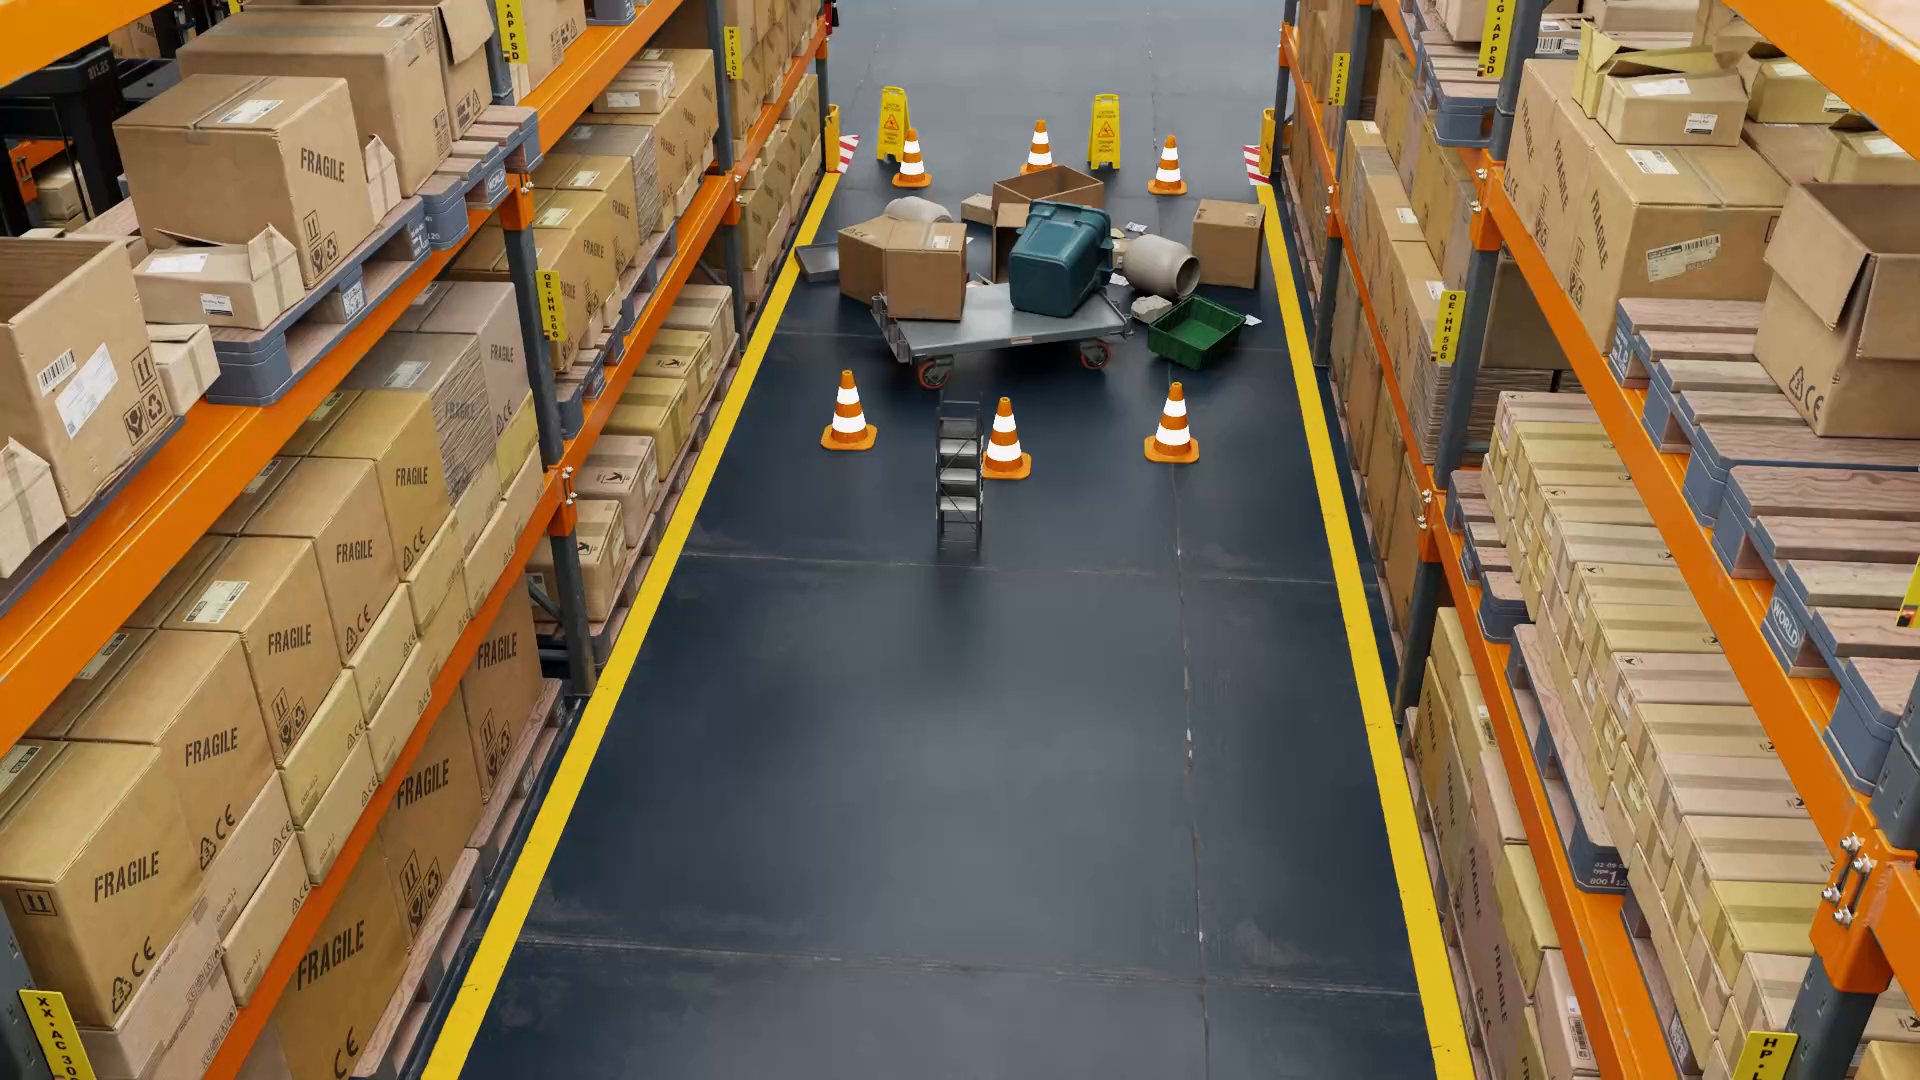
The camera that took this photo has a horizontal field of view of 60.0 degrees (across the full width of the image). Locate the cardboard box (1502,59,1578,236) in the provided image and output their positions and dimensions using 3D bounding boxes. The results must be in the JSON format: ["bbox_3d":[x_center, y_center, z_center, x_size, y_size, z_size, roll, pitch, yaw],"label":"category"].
[{"bbox_3d":[2.305,-1.418,6.018,0.500,0.500,0.500,2,32,4],"label":"cardboard box"}]

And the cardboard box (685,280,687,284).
[{"bbox_3d":[-2.219,-1.965,12.080,0.500,0.250,0.500,4,32,6],"label":"cardboard box"}]

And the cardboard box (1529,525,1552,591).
[{"bbox_3d":[2.319,0.074,6.107,0.380,0.149,0.250,3,32,4],"label":"cardboard box"}]

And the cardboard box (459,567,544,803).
[{"bbox_3d":[-2.464,0.539,7.421,0.875,0.875,0.875,2,32,4],"label":"cardboard box"}]

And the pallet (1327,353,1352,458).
[{"bbox_3d":[2.955,-0.883,10.763,1.003,0.211,1.213,2,32,4],"label":"pallet"}]

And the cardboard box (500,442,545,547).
[{"bbox_3d":[-2.108,-0.205,7.147,0.500,0.250,0.500,1,32,2],"label":"cardboard box"}]

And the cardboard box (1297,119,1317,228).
[{"bbox_3d":[3.209,-3.025,13.205,0.875,0.875,0.875,2,32,3],"label":"cardboard box"}]

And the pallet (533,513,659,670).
[{"bbox_3d":[-2.260,0.234,8.949,1.003,0.211,1.213,2,32,4],"label":"pallet"}]

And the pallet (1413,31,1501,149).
[{"bbox_3d":[2.616,-1.921,7.109,1.213,0.211,1.003,4,32,6],"label":"pallet"}]

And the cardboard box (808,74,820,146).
[{"bbox_3d":[-1.479,-3.625,14.059,0.500,0.500,0.500,3,32,4],"label":"cardboard box"}]

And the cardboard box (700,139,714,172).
[{"bbox_3d":[-1.766,-2.427,10.448,0.380,0.149,0.250,3,32,5],"label":"cardboard box"}]

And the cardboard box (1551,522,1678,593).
[{"bbox_3d":[2.300,0.071,5.827,0.380,0.149,0.250,4,32,6],"label":"cardboard box"}]

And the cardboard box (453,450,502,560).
[{"bbox_3d":[-2.149,-0.161,6.599,0.500,0.250,0.500,2,32,3],"label":"cardboard box"}]

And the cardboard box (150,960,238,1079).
[{"bbox_3d":[-2.352,1.392,4.555,0.500,0.250,0.500,2,32,3],"label":"cardboard box"}]

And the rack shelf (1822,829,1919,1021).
[{"bbox_3d":[2.128,1.781,1.608,1.077,0.370,4.000,2,32,4],"label":"rack shelf"}]

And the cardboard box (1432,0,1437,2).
[{"bbox_3d":[2.479,-2.847,7.842,0.500,0.500,0.500,2,32,4],"label":"cardboard box"}]

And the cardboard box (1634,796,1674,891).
[{"bbox_3d":[2.188,0.880,4.798,0.380,0.149,0.250,1,32,2],"label":"cardboard box"}]

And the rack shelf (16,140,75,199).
[{"bbox_3d":[-6.784,-3.585,13.175,1.077,0.370,4.000,2,32,4],"label":"rack shelf"}]

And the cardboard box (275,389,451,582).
[{"bbox_3d":[-2.187,-0.203,5.952,0.500,0.500,0.500,2,32,4],"label":"cardboard box"}]

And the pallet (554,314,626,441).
[{"bbox_3d":[-2.373,-0.840,8.217,1.213,0.211,1.003,2,32,4],"label":"pallet"}]

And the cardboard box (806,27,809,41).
[{"bbox_3d":[-1.443,-4.145,13.637,0.380,0.149,0.250,2,32,3],"label":"cardboard box"}]

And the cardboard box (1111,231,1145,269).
[{"bbox_3d":[1.247,-2.291,12.994,0.396,0.266,0.258,8,32,12],"label":"cardboard box"}]

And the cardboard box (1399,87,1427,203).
[{"bbox_3d":[2.826,-2.152,9.115,0.700,0.500,0.500,3,32,4],"label":"cardboard box"}]

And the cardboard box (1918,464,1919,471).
[{"bbox_3d":[2.572,-0.163,3.761,0.500,0.311,0.500,2,32,3],"label":"cardboard box"}]

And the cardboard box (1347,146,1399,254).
[{"bbox_3d":[2.591,-1.992,9.809,0.500,0.500,0.500,3,32,4],"label":"cardboard box"}]

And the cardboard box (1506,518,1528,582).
[{"bbox_3d":[2.336,0.049,6.430,0.380,0.149,0.250,4,32,6],"label":"cardboard box"}]

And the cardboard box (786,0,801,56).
[{"bbox_3d":[-1.533,-4.078,12.909,0.500,0.500,0.500,2,32,4],"label":"cardboard box"}]

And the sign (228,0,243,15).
[{"bbox_3d":[-2.866,-2.066,6.671,0.100,0.325,0.005,2,32,4],"label":"sign"}]

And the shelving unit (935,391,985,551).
[{"bbox_3d":[-0.001,-0.379,9.287,0.258,0.900,0.210,2,32,4],"label":"shelving unit"}]

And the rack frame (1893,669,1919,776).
[{"bbox_3d":[2.291,-0.848,2.329,1.000,3.000,0.127,2,32,4],"label":"rack frame"}]

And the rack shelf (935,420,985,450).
[{"bbox_3d":[-0.001,-0.580,9.163,0.258,0.077,0.200,2,32,4],"label":"rack shelf"}]

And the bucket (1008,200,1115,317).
[{"bbox_3d":[0.656,-1.900,11.426,0.726,0.611,0.620,14,44,21],"label":"bucket"}]

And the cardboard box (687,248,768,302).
[{"bbox_3d":[-1.682,-1.941,12.041,0.500,0.250,0.500,1,32,2],"label":"cardboard box"}]

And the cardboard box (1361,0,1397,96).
[{"bbox_3d":[3.007,-3.192,10.679,0.875,0.550,0.550,2,32,4],"label":"cardboard box"}]

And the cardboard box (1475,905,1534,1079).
[{"bbox_3d":[2.188,1.657,5.964,0.500,0.500,0.500,2,32,3],"label":"cardboard box"}]

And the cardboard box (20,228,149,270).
[{"bbox_3d":[-2.646,-0.804,4.939,0.380,0.166,0.250,5,32,8],"label":"cardboard box"}]

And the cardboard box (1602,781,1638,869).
[{"bbox_3d":[2.206,0.875,5.090,0.380,0.149,0.250,1,32,2],"label":"cardboard box"}]

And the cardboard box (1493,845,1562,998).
[{"bbox_3d":[2.184,1.327,5.786,0.500,0.250,0.500,1,32,2],"label":"cardboard box"}]

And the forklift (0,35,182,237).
[{"bbox_3d":[-4.561,-1.511,9.189,1.130,2.935,3.031,3,32,4],"label":"forklift"}]

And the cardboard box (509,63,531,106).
[{"bbox_3d":[-2.109,-2.055,7.275,0.396,0.266,0.258,2,32,4],"label":"cardboard box"}]

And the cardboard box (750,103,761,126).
[{"bbox_3d":[-1.639,-3.082,11.912,0.380,0.149,0.250,3,32,5],"label":"cardboard box"}]

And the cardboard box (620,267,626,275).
[{"bbox_3d":[-2.020,-1.487,8.924,0.380,0.149,0.250,4,32,6],"label":"cardboard box"}]

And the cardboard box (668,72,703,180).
[{"bbox_3d":[-1.847,-2.473,9.905,0.500,0.500,0.500,3,32,4],"label":"cardboard box"}]

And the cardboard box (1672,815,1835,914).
[{"bbox_3d":[2.173,0.887,4.504,0.380,0.149,0.250,1,32,2],"label":"cardboard box"}]

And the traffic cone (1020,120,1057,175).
[{"bbox_3d":[0.711,-3.498,14.765,0.336,0.463,0.334,2,32,4],"label":"traffic cone"}]

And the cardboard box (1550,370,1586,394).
[{"bbox_3d":[2.922,-0.651,7.633,0.500,0.500,0.500,3,32,5],"label":"cardboard box"}]

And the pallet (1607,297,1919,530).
[{"bbox_3d":[2.529,-0.352,4.562,1.213,0.211,1.003,2,32,4],"label":"pallet"}]

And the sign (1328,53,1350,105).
[{"bbox_3d":[2.389,-2.902,10.480,0.100,0.325,0.005,2,32,4],"label":"sign"}]

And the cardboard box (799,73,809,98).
[{"bbox_3d":[-1.442,-3.706,13.573,0.380,0.149,0.250,3,32,5],"label":"cardboard box"}]

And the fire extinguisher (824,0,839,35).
[{"bbox_3d":[-1.205,-4.735,14.428,0.296,0.674,0.183,2,32,4],"label":"fire extinguisher"}]

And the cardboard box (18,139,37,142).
[{"bbox_3d":[-6.651,-3.109,11.621,0.500,0.500,0.500,2,32,3],"label":"cardboard box"}]

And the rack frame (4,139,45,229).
[{"bbox_3d":[-6.947,-2.846,11.289,1.000,3.000,0.127,2,32,4],"label":"rack frame"}]

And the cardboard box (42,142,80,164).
[{"bbox_3d":[-6.543,-2.786,12.460,0.500,0.250,0.500,3,32,4],"label":"cardboard box"}]
